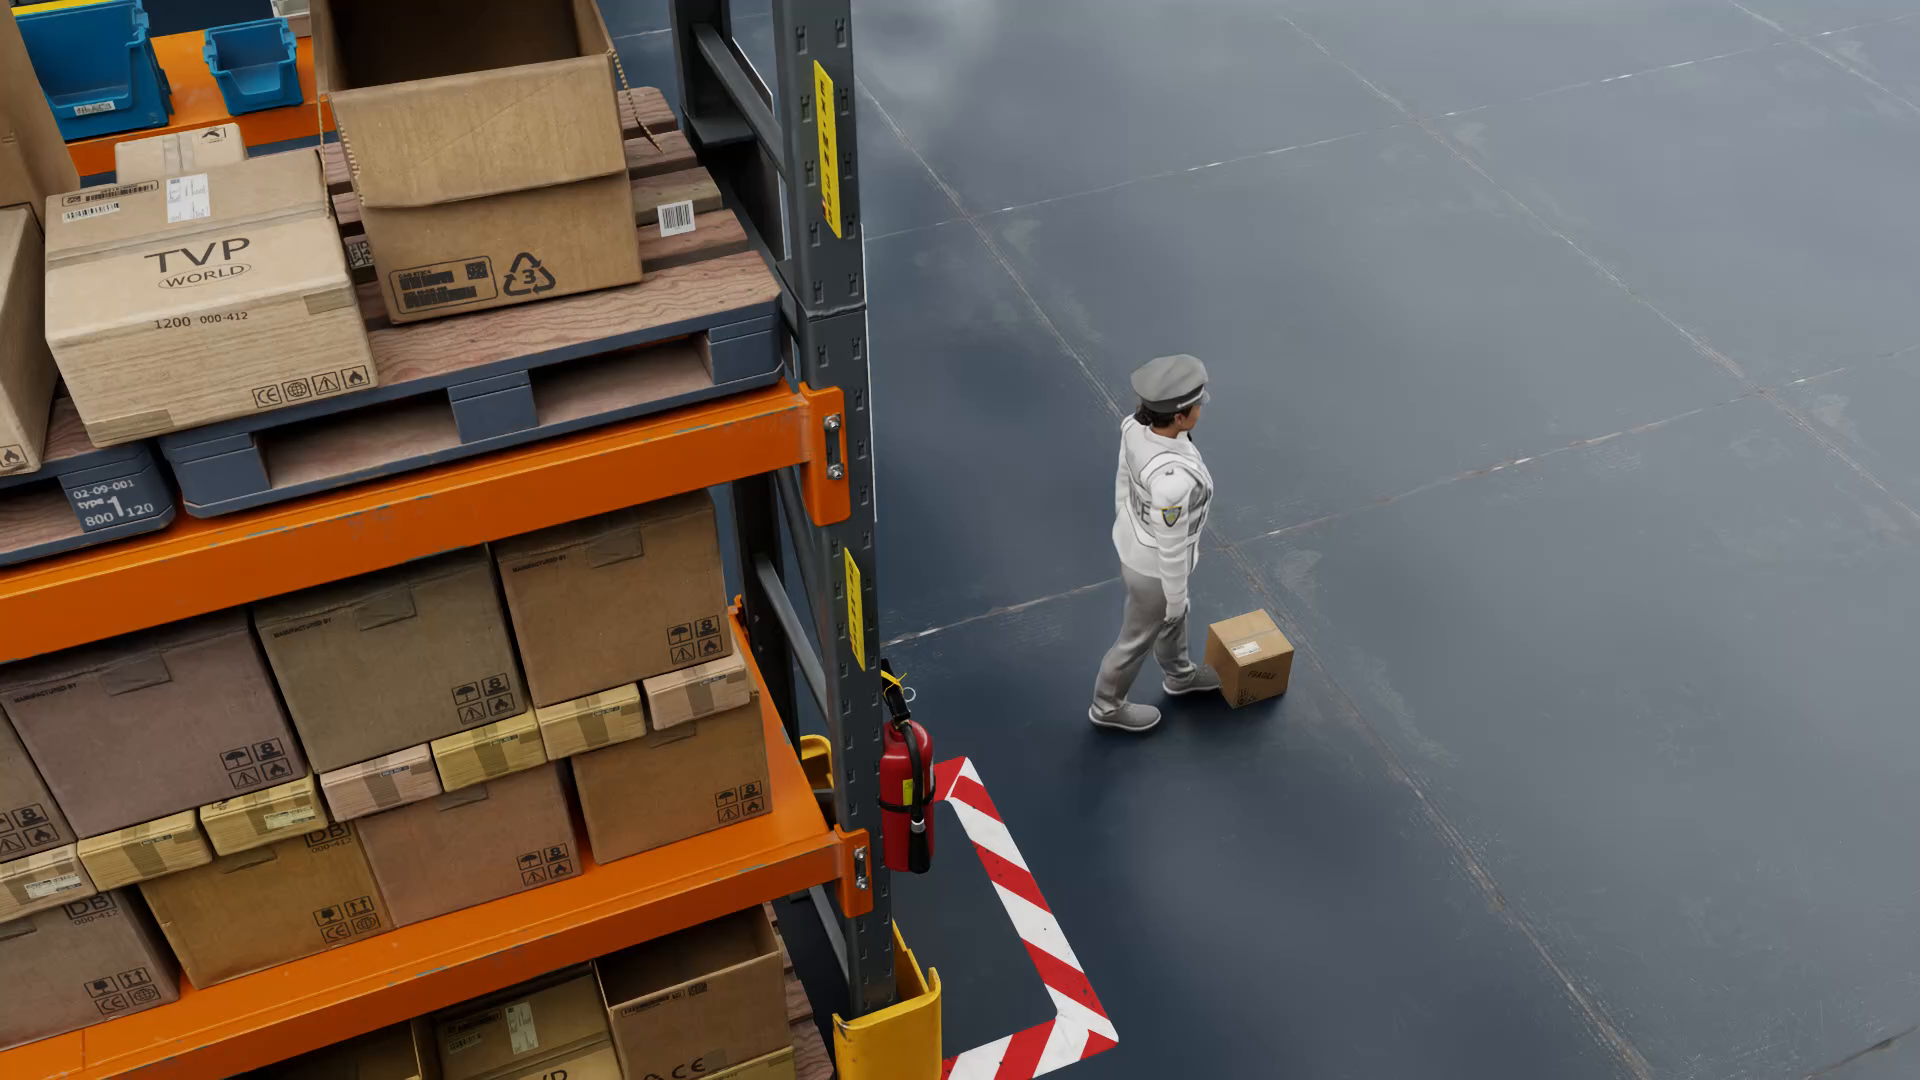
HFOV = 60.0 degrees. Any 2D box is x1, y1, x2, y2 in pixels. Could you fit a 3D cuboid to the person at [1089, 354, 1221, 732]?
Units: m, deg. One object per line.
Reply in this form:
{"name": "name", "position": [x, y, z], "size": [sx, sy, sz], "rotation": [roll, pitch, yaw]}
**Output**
{"name": "person", "position": [0.808, 0.057, 6.070], "size": [0.611, 1.668, 0.503], "rotation": [-5, 42, -5]}
